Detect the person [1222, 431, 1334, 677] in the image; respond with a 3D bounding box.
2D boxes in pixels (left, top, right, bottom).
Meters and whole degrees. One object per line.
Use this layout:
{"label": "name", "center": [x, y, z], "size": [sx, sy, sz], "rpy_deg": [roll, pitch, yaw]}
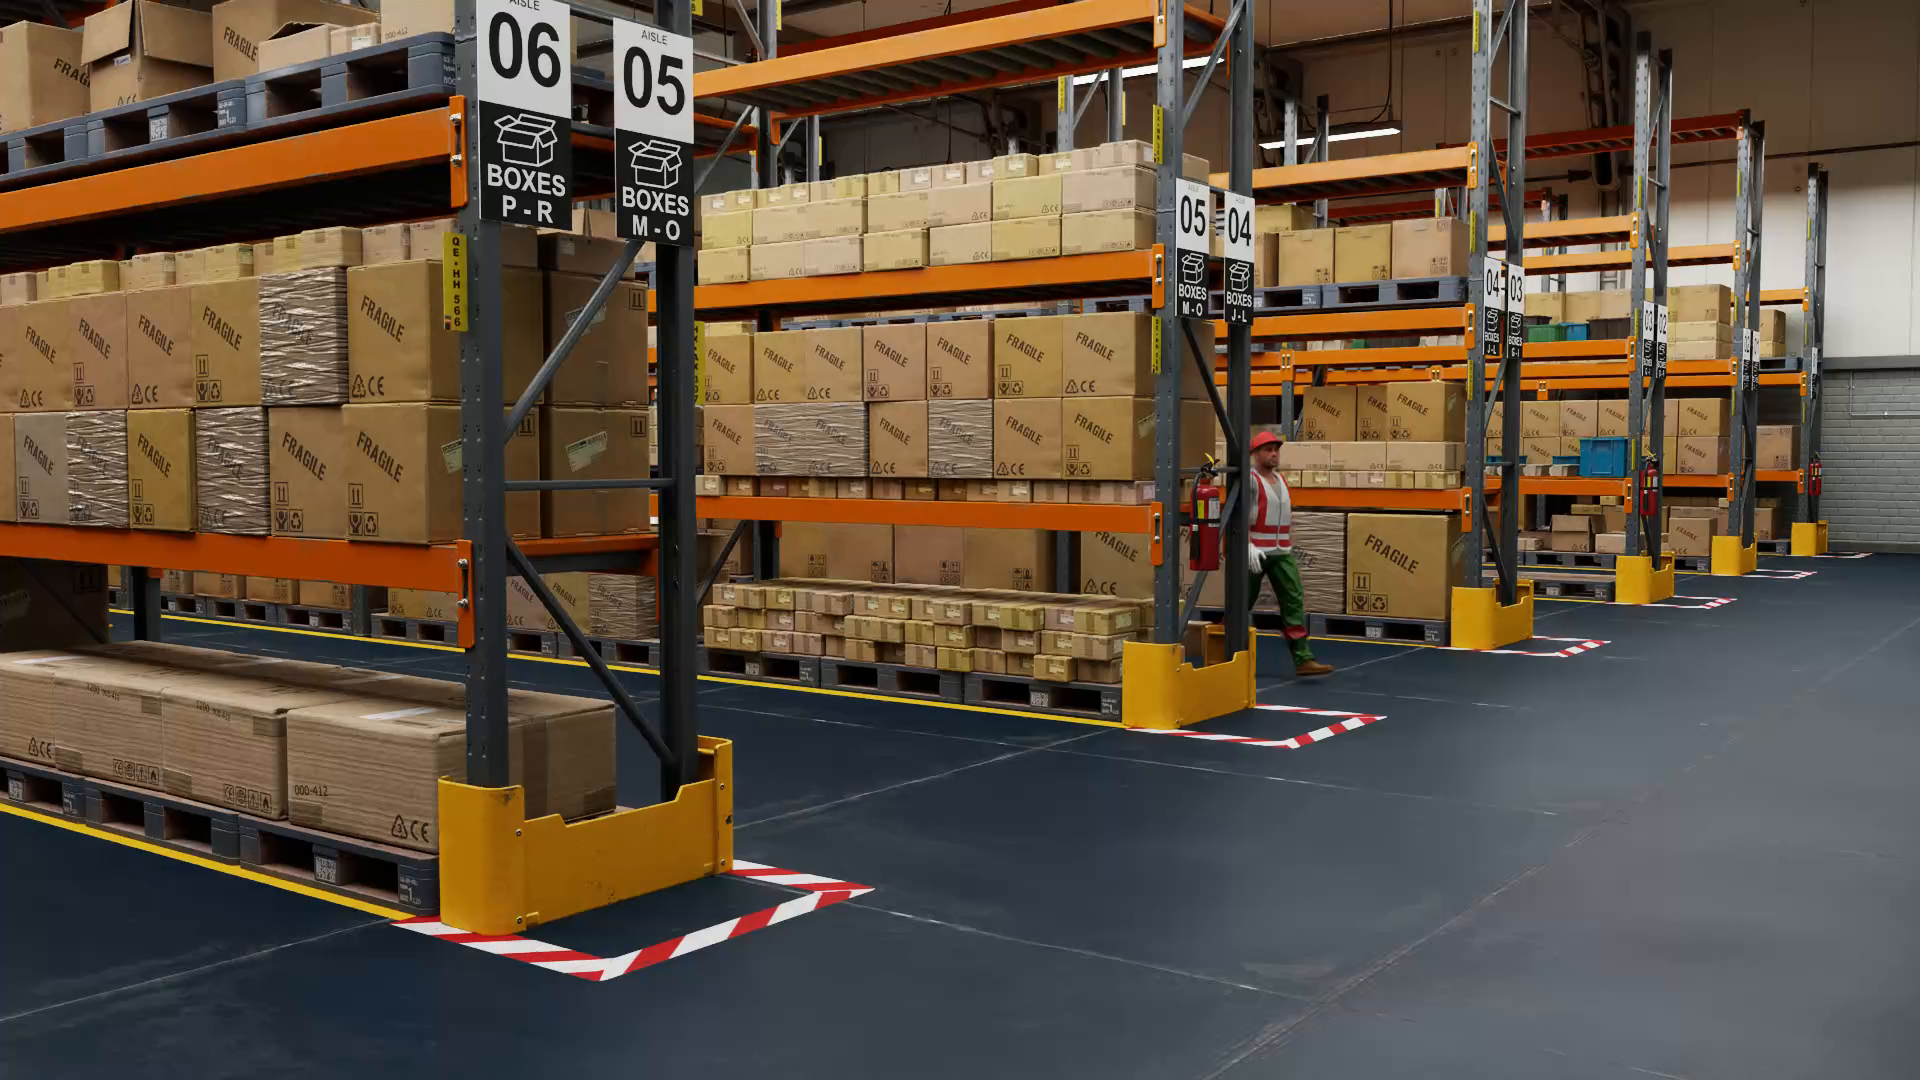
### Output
{"label": "person", "center": [2.210, 0.092, 11.898], "size": [0.605, 1.739, 1.050], "rpy_deg": [-2, 4, -30]}
